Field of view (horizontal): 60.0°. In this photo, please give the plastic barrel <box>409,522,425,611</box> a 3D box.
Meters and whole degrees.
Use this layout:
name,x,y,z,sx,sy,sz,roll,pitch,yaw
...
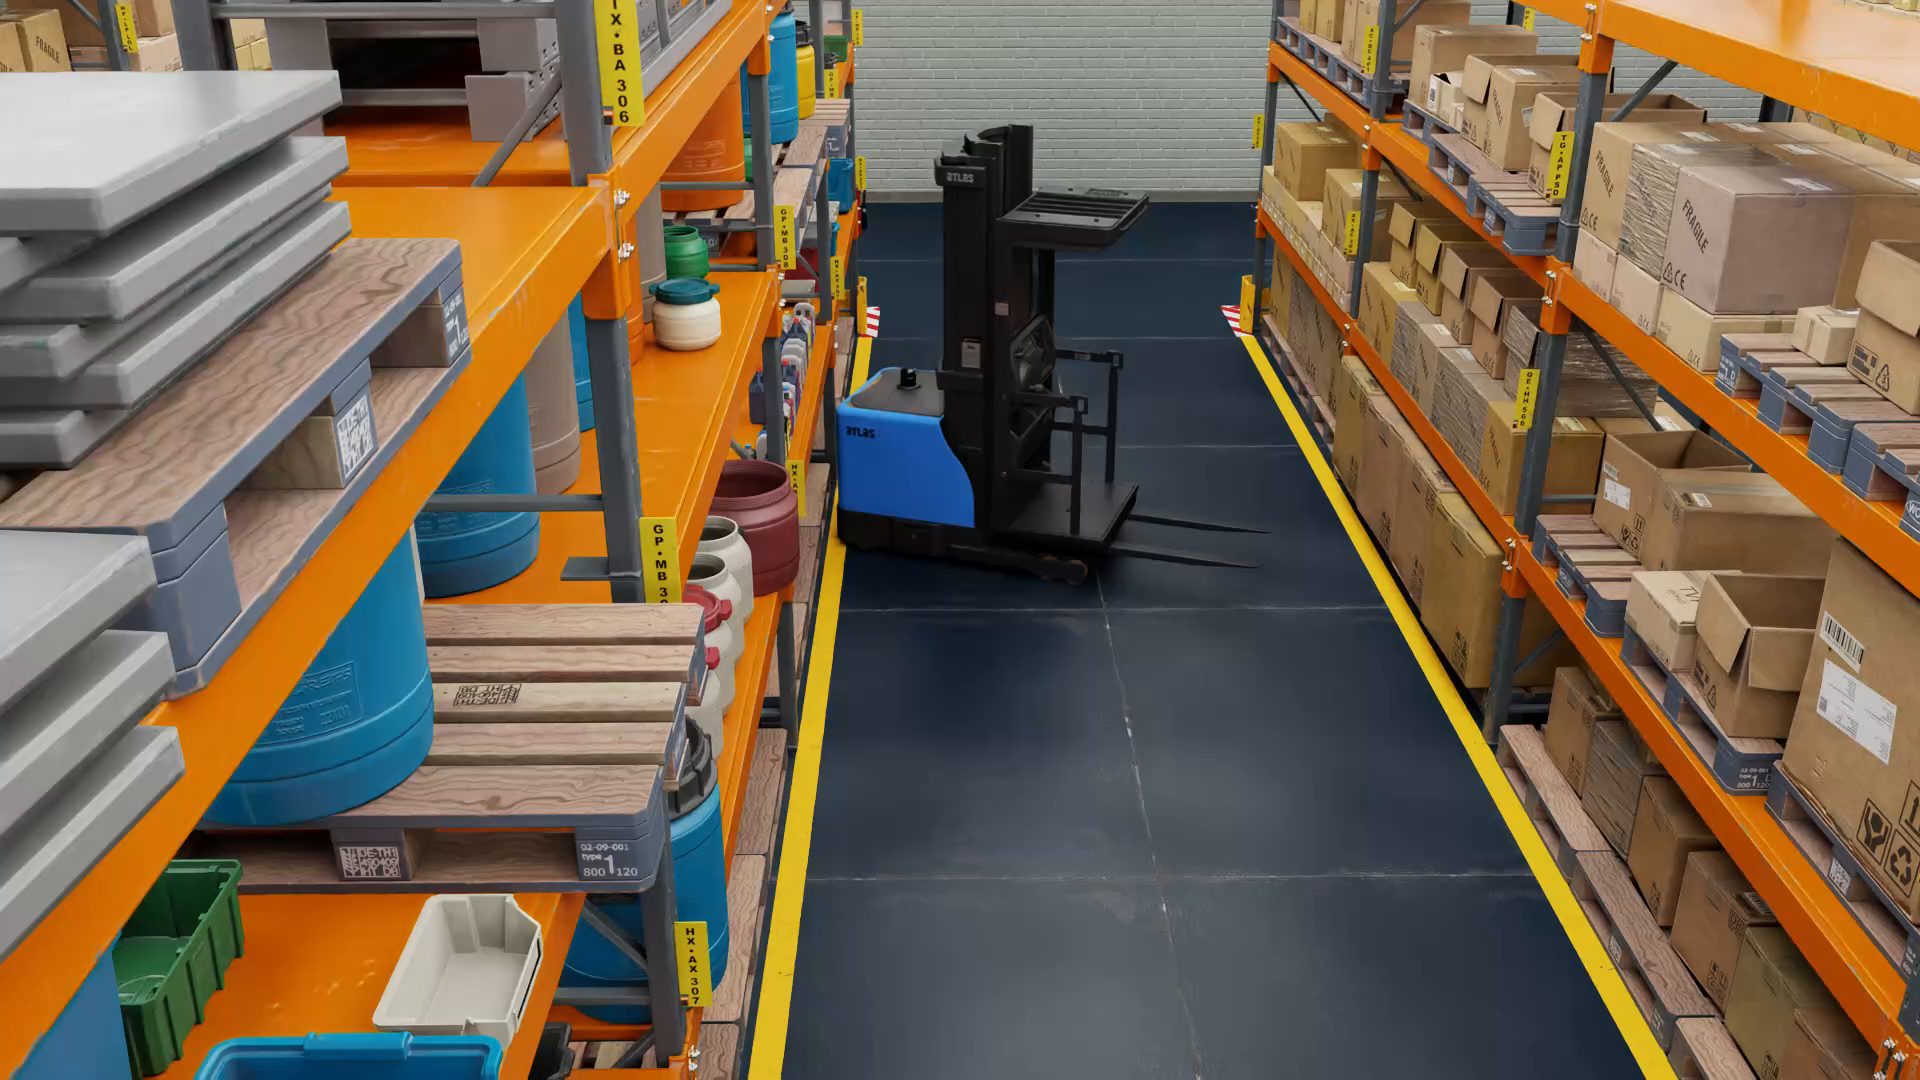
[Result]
name,x,y,z,sx,sy,sz,roll,pitch,yaw
plastic barrel,-1.577,0.025,4.153,0.421,0.512,0.421,0,24,0

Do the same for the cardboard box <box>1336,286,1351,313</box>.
name,x,y,z,sx,sy,sz,roll,pitch,yaw
cardboard box,3.149,-1.873,12.939,0.380,0.149,0.250,0,24,0

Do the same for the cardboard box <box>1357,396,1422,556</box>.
name,x,y,z,sx,sy,sz,roll,pitch,yaw
cardboard box,3.518,-0.455,11.567,1.225,0.875,0.875,-1,24,-2

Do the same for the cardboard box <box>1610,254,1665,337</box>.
name,x,y,z,sx,sy,sz,roll,pitch,yaw
cardboard box,3.280,-1.107,7.483,0.500,0.250,0.500,0,24,1

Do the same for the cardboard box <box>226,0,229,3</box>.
name,x,y,z,sx,sy,sz,roll,pitch,yaw
cardboard box,-6.414,-4.713,13.939,0.700,0.500,0.500,0,24,-1

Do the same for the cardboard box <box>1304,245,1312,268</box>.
name,x,y,z,sx,sy,sz,roll,pitch,yaw
cardboard box,3.135,-2.402,14.110,0.380,0.149,0.250,-1,24,-1

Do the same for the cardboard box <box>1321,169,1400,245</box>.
name,x,y,z,sx,sy,sz,roll,pitch,yaw
cardboard box,3.207,-2.667,13.301,0.500,0.500,0.500,0,24,0

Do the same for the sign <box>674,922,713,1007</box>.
name,x,y,z,sx,sy,sz,roll,pitch,yaw
sign,-0.835,1.331,5.214,0.100,0.325,0.005,0,24,-1

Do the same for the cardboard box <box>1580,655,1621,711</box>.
name,x,y,z,sx,sy,sz,roll,pitch,yaw
cardboard box,3.561,0.658,8.629,0.500,0.250,0.500,1,24,2

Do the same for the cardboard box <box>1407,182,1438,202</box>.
name,x,y,z,sx,sy,sz,roll,pitch,yaw
cardboard box,3.731,-2.471,12.867,0.500,0.500,0.500,0,24,-1

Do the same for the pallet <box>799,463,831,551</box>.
name,x,y,z,sx,sy,sz,roll,pitch,yaw
pallet,-1.506,-0.252,12.435,1.003,0.211,1.213,0,24,-1

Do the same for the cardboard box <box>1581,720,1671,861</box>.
name,x,y,z,sx,sy,sz,roll,pitch,yaw
cardboard box,3.570,1.228,8.278,0.700,0.500,0.500,-2,24,-5

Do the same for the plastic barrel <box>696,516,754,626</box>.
name,x,y,z,sx,sy,sz,roll,pitch,yaw
plastic barrel,-1.204,0.179,7.961,0.421,0.512,0.421,0,24,0

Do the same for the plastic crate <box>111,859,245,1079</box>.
name,x,y,z,sx,sy,sz,roll,pitch,yaw
plastic crate,-1.640,0.837,3.260,0.336,0.188,0.450,0,24,-1

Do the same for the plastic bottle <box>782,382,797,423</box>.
name,x,y,z,sx,sy,sz,roll,pitch,yaw
plastic bottle,-1.125,-0.887,10.606,0.152,0.276,0.135,0,24,-1

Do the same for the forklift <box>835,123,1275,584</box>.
name,x,y,z,sx,sy,sz,roll,pitch,yaw
forklift,0.688,-1.278,11.402,3.031,2.935,1.130,8,26,17

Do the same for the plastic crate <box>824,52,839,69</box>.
name,x,y,z,sx,sy,sz,roll,pitch,yaw
plastic crate,-1.212,-3.661,13.107,0.497,0.269,0.590,0,24,-1

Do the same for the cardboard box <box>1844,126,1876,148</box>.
name,x,y,z,sx,sy,sz,roll,pitch,yaw
cardboard box,8.132,-3.520,14.581,0.500,0.500,0.500,-1,24,-2

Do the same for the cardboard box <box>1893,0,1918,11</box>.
name,x,y,z,sx,sy,sz,roll,pitch,yaw
cardboard box,8.106,-4.533,13.968,0.380,0.149,0.250,0,24,1

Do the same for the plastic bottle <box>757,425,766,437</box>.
name,x,y,z,sx,sy,sz,roll,pitch,yaw
plastic bottle,-1.150,-0.552,9.870,0.097,0.271,0.097,0,24,0

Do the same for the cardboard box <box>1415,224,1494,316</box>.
name,x,y,z,sx,sy,sz,roll,pitch,yaw
cardboard box,3.491,-1.820,11.178,0.797,0.503,0.637,0,24,0

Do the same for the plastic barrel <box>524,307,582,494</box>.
name,x,y,z,sx,sy,sz,roll,pitch,yaw
plastic barrel,-1.615,-0.618,5.611,0.600,0.901,0.600,0,24,0

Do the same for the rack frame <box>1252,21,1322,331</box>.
name,x,y,z,sx,sy,sz,roll,pitch,yaw
rack frame,3.437,-3.512,16.257,1.000,3.000,0.127,0,24,-1

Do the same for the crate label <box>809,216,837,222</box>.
name,x,y,z,sx,sy,sz,roll,pitch,yaw
crate label,-1.310,-2.827,14.991,0.396,0.136,0.243,0,24,-1

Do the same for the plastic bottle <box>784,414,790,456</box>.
name,x,y,z,sx,sy,sz,roll,pitch,yaw
plastic bottle,-1.074,-0.660,10.095,0.061,0.283,0.133,0,24,-1

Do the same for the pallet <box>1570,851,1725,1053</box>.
name,x,y,z,sx,sy,sz,roll,pitch,yaw
pallet,3.541,1.879,7.723,1.003,0.211,1.213,0,24,-1

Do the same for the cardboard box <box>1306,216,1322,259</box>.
name,x,y,z,sx,sy,sz,roll,pitch,yaw
cardboard box,3.199,-2.535,13.919,0.500,0.250,0.500,0,24,1

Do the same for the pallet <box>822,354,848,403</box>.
name,x,y,z,sx,sy,sz,roll,pitch,yaw
pallet,-1.535,-1.377,14.922,1.003,0.211,1.213,0,24,-1

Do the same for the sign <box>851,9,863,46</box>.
name,x,y,z,sx,sy,sz,roll,pitch,yaw
sign,-0.966,-4.817,15.632,0.100,0.325,0.005,0,24,-1

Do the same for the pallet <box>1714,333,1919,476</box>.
name,x,y,z,sx,sy,sz,roll,pitch,yaw
pallet,3.653,-0.530,6.253,1.213,0.211,1.003,0,24,-1

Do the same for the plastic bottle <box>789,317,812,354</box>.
name,x,y,z,sx,sy,sz,roll,pitch,yaw
plastic bottle,-1.141,-1.473,11.901,0.152,0.276,0.135,0,24,-1

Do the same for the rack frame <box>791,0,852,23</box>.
name,x,y,z,sx,sy,sz,roll,pitch,yaw
rack frame,-1.516,-6.223,14.972,1.000,3.000,0.127,0,24,-1

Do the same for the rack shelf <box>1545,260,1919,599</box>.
name,x,y,z,sx,sy,sz,roll,pitch,yaw
rack shelf,3.546,-0.430,6.677,1.077,0.370,4.000,0,24,-1

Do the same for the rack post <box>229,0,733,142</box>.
name,x,y,z,sx,sy,sz,roll,pitch,yaw
rack post,-1.493,-2.180,5.791,1.013,1.000,3.121,0,24,-1

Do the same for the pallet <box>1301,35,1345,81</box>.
name,x,y,z,sx,sy,sz,roll,pitch,yaw
pallet,3.471,-4.028,13.867,1.003,0.211,1.213,0,24,-1

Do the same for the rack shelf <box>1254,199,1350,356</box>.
name,x,y,z,sx,sy,sz,roll,pitch,yaw
rack shelf,3.458,-2.360,14.584,1.077,0.370,4.000,0,24,-1

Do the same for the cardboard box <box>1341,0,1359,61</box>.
name,x,y,z,sx,sy,sz,roll,pitch,yaw
cardboard box,3.410,-4.056,13.070,0.700,0.500,0.500,1,24,2

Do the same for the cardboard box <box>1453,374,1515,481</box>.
name,x,y,z,sx,sy,sz,roll,pitch,yaw
cardboard box,3.271,-0.668,9.850,0.500,0.500,0.500,0,24,-1

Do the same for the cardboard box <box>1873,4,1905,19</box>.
name,x,y,z,sx,sy,sz,roll,pitch,yaw
cardboard box,8.143,-4.413,14.186,0.500,0.250,0.500,0,24,0

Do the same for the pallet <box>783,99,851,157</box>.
name,x,y,z,sx,sy,sz,roll,pitch,yaw
pallet,-1.366,-2.799,11.271,1.213,0.211,1.003,0,24,-1

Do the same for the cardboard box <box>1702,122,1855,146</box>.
name,x,y,z,sx,sy,sz,roll,pitch,yaw
cardboard box,3.779,-1.660,7.795,0.500,0.500,0.500,0,24,1

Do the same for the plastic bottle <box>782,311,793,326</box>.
name,x,y,z,sx,sy,sz,roll,pitch,yaw
plastic bottle,-1.269,-1.581,12.231,0.097,0.201,0.097,0,24,0

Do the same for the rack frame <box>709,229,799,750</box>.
name,x,y,z,sx,sy,sz,roll,pitch,yaw
rack frame,-1.429,-0.193,8.919,1.000,3.000,0.127,0,24,-1

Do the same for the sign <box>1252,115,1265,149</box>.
name,x,y,z,sx,sy,sz,roll,pitch,yaw
sign,2.882,-3.942,16.063,0.100,0.325,0.005,0,24,-1

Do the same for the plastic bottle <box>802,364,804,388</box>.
name,x,y,z,sx,sy,sz,roll,pitch,yaw
plastic bottle,-1.105,-1.128,11.229,0.097,0.201,0.097,0,24,0

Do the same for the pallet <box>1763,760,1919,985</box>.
name,x,y,z,sx,sy,sz,roll,pitch,yaw
pallet,3.705,1.205,6.062,1.003,0.211,1.213,0,24,-1

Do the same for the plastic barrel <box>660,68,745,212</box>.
name,x,y,z,sx,sy,sz,roll,pitch,yaw
plastic barrel,-1.432,-2.180,8.644,0.600,0.830,0.708,0,24,-1

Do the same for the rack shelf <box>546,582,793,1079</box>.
name,x,y,z,sx,sy,sz,roll,pitch,yaw
rack shelf,-1.407,0.959,7.246,1.077,0.370,4.000,0,24,-1

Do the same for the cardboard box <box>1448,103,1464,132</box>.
name,x,y,z,sx,sy,sz,roll,pitch,yaw
cardboard box,3.347,-2.693,10.602,0.380,0.149,0.250,-1,24,-3

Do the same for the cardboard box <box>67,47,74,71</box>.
name,x,y,z,sx,sy,sz,roll,pitch,yaw
cardboard box,-6.702,-3.546,12.268,0.500,0.250,0.500,0,24,-1

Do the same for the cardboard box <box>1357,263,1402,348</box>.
name,x,y,z,sx,sy,sz,roll,pitch,yaw
cardboard box,3.235,-1.718,12.171,0.500,0.500,0.500,0,24,0

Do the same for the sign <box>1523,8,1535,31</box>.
name,x,y,z,sx,sy,sz,roll,pitch,yaw
sign,4.023,-3.615,11.838,0.100,0.325,0.005,0,24,-1

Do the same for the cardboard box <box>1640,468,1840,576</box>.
name,x,y,z,sx,sy,sz,roll,pitch,yaw
cardboard box,3.676,0.000,7.862,0.700,0.500,0.500,3,25,7

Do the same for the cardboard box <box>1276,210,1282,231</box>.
name,x,y,z,sx,sy,sz,roll,pitch,yaw
cardboard box,3.122,-2.931,15.278,0.380,0.149,0.250,-1,24,-1

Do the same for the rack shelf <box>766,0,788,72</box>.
name,x,y,z,sx,sy,sz,roll,pitch,yaw
rack shelf,-1.451,-3.240,9.736,1.077,0.370,4.000,0,24,-1
